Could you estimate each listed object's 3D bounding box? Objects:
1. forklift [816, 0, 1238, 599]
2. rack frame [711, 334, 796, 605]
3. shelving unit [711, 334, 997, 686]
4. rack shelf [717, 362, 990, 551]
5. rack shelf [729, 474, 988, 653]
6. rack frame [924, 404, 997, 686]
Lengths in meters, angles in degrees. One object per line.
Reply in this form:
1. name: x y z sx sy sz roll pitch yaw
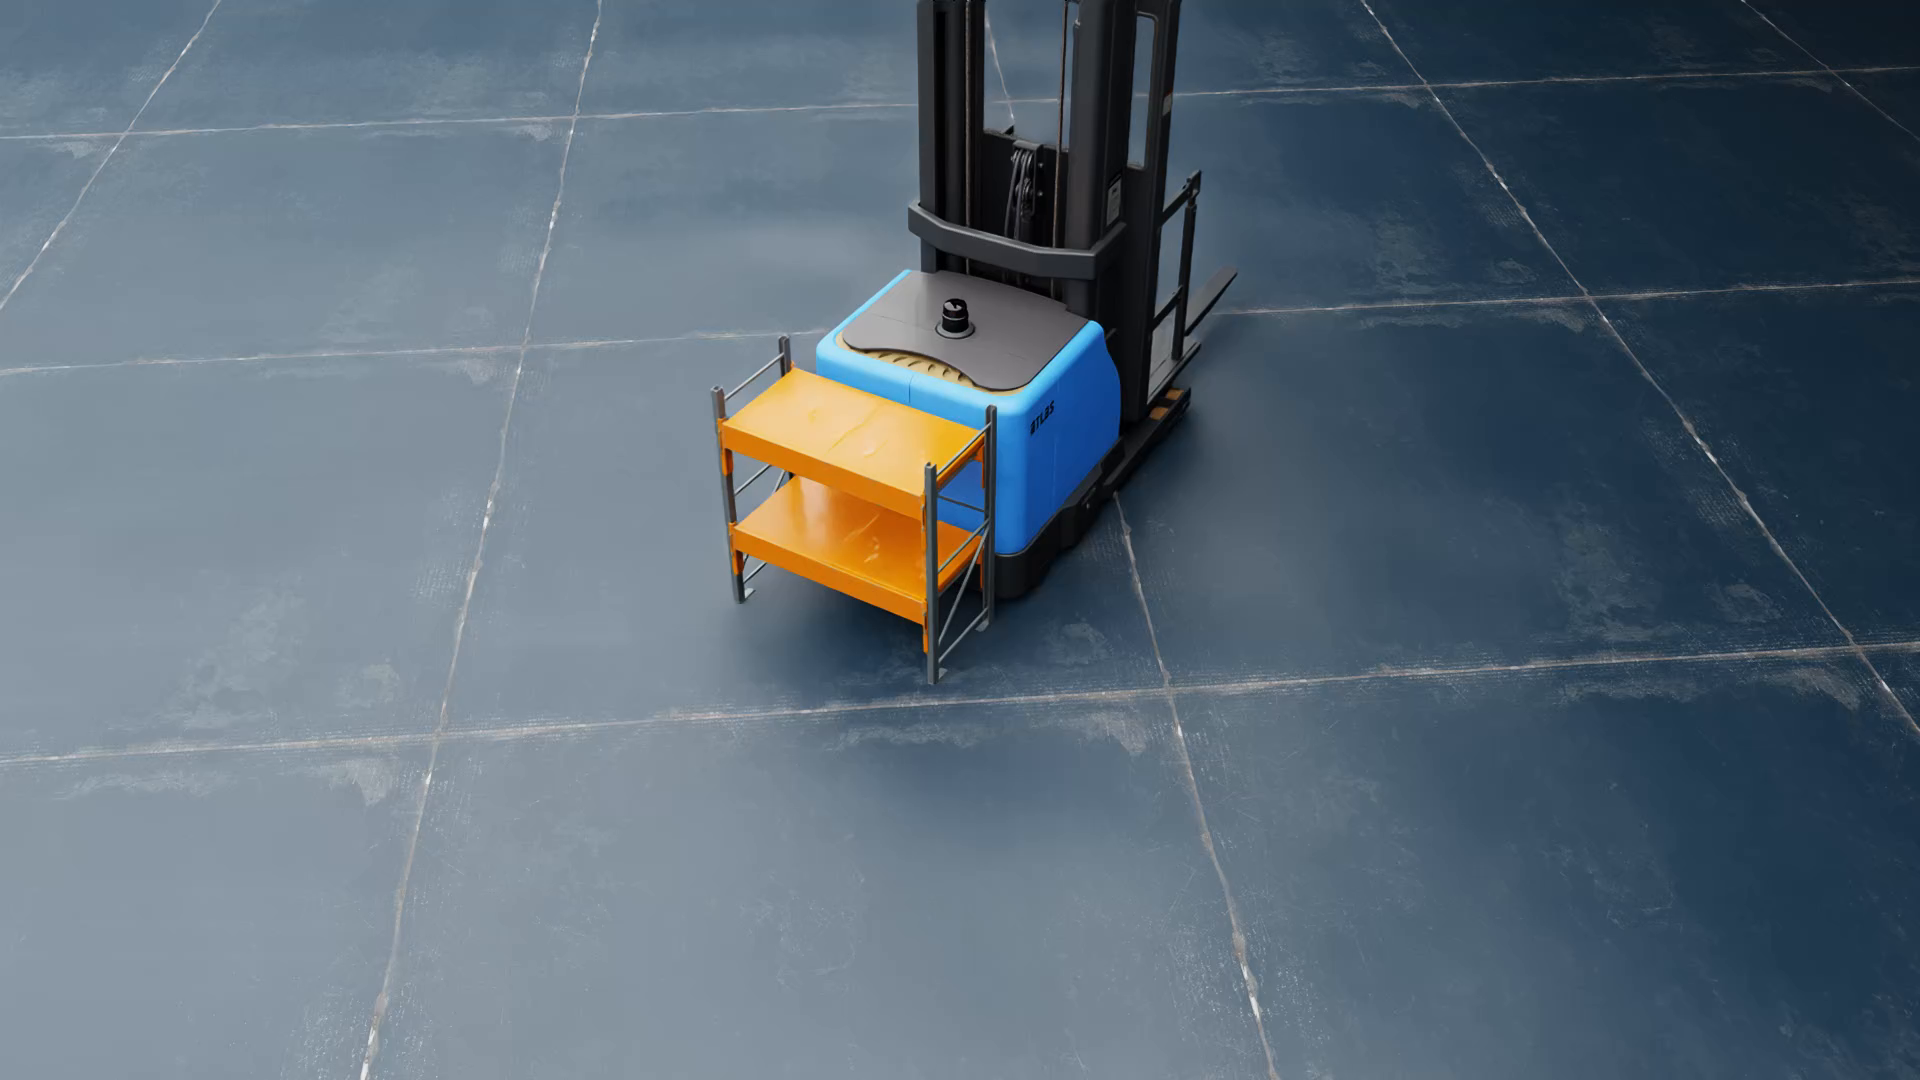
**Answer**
1. forklift: 0.526 -1.788 7.650 1.130 2.935 3.031 19 42 23
2. rack frame: -0.863 -0.292 7.212 0.032 1.125 0.500 21 43 24
3. shelving unit: -0.428 -0.129 7.005 1.048 1.125 0.538 21 43 24
4. rack shelf: -0.429 -0.358 6.824 1.000 0.278 0.538 21 43 24
5. rack shelf: -0.428 0.063 7.156 1.000 0.278 0.538 21 43 24
6. rack frame: 0.006 0.035 6.798 0.032 1.125 0.500 21 43 24
